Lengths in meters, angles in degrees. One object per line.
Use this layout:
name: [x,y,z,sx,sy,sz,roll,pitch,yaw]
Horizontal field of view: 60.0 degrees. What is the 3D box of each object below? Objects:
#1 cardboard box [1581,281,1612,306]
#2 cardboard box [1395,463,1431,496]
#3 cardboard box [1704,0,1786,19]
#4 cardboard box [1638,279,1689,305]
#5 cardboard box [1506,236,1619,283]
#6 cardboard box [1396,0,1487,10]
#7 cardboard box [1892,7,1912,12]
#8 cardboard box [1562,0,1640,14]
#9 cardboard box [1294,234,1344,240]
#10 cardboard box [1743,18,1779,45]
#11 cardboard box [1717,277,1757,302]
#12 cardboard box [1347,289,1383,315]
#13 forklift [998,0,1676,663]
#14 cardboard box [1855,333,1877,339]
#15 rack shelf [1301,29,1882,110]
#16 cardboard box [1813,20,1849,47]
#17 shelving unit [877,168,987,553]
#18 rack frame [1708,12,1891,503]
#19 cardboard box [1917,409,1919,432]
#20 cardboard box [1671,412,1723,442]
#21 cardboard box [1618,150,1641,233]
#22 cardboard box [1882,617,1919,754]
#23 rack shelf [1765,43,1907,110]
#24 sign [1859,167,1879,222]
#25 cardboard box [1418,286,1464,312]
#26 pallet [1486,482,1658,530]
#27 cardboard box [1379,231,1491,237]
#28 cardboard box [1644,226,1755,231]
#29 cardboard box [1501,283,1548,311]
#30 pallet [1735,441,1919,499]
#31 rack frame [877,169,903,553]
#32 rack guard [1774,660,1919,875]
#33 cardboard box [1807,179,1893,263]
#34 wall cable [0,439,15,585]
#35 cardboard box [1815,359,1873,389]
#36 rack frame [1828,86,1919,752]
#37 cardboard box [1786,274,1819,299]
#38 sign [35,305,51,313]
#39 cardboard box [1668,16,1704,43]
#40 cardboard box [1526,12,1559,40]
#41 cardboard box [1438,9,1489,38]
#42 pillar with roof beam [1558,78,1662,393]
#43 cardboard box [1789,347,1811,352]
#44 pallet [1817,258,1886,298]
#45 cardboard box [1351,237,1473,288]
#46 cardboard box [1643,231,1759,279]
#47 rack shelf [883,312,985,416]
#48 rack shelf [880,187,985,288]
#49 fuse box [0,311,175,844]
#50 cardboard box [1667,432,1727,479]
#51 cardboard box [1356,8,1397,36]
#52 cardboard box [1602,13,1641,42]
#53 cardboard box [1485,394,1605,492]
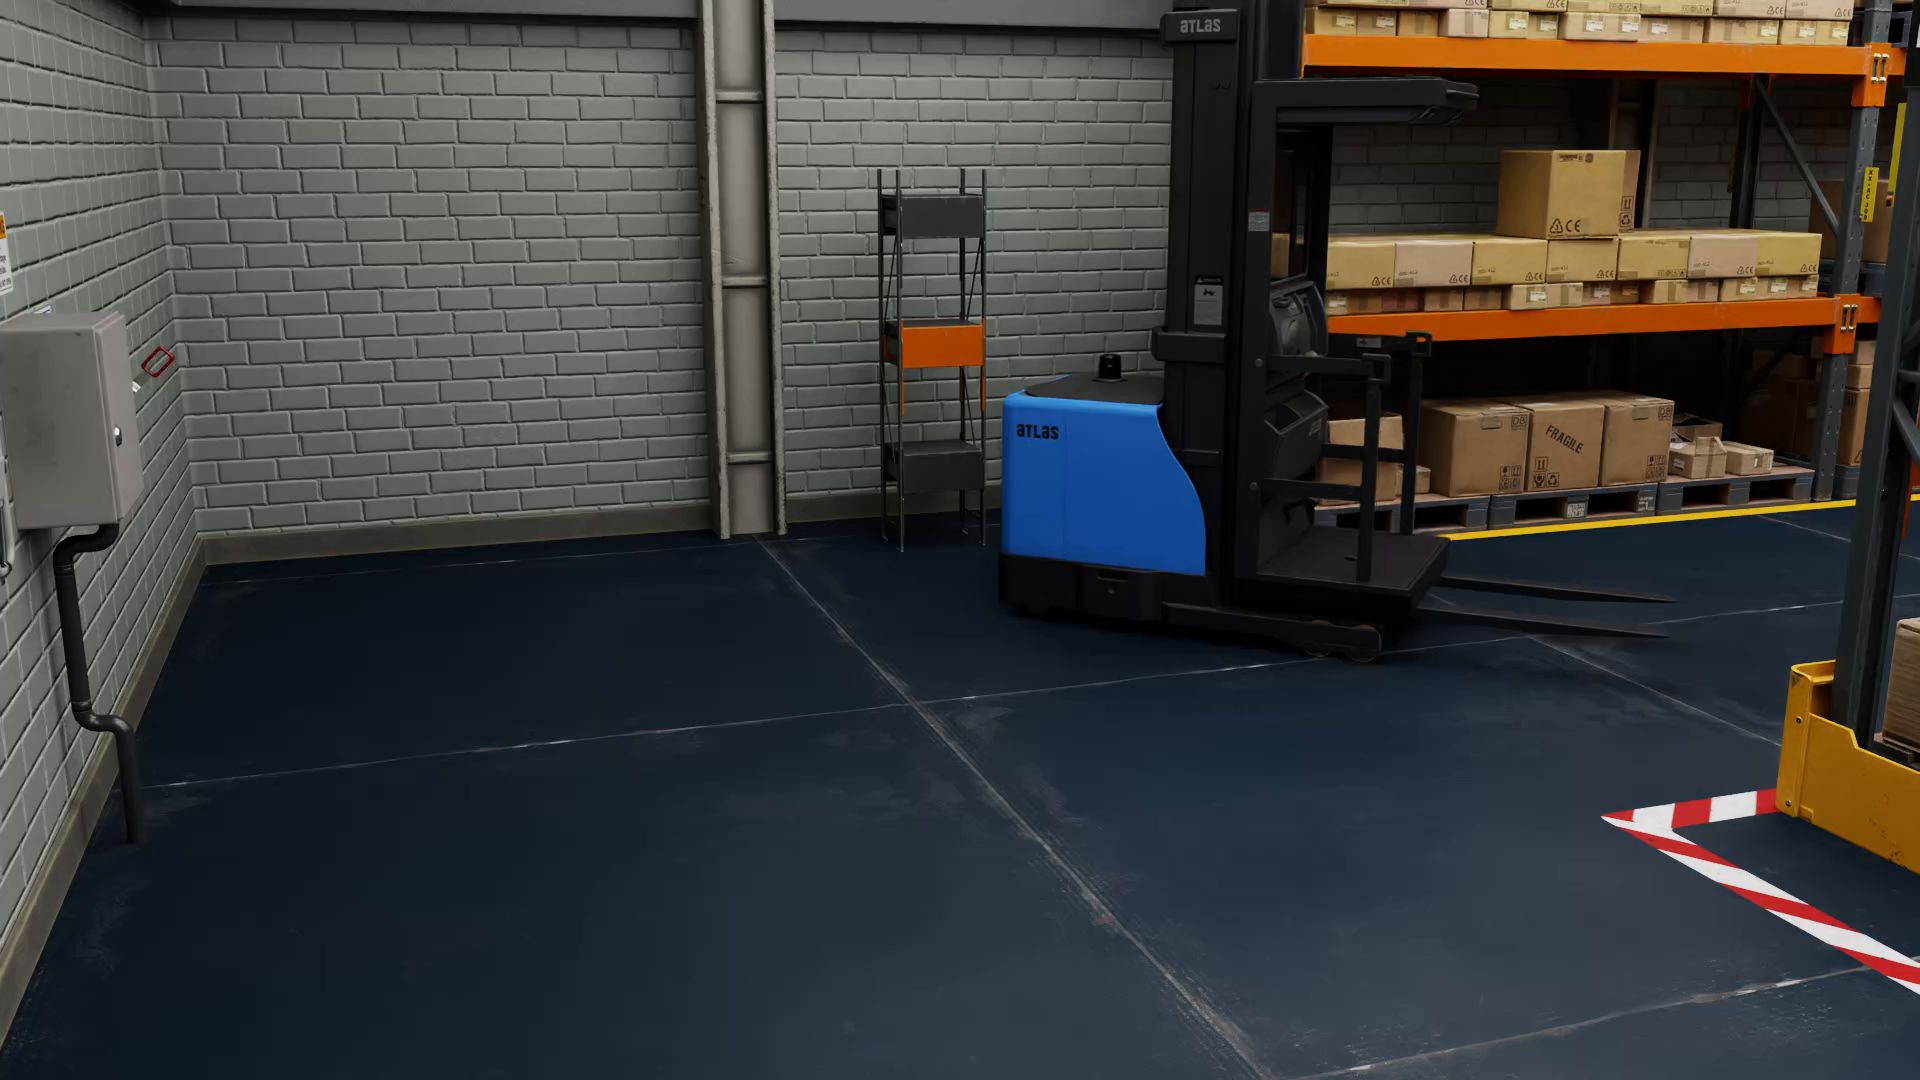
cardboard box: [3.689,-1.500,10.010,0.250,0.149,0.380,-4,14,-18]
cardboard box: [2.613,-0.380,10.013,0.250,0.149,0.380,-5,14,-20]
cardboard box: [4.513,-3.211,9.859,0.500,0.250,0.500,-5,14,-20]
cardboard box: [4.189,-1.523,10.107,0.250,0.149,0.380,-5,14,-19]
cardboard box: [3.539,-1.680,9.904,0.500,0.250,0.500,-5,14,-20]
cardboard box: [2.571,-3.062,9.232,0.500,0.250,0.500,-4,14,-17]
cardboard box: [5.871,-3.462,10.654,0.250,0.149,0.380,-4,14,-17]
cardboard box: [3.543,-3.140,9.561,0.500,0.250,0.500,-5,14,-19]
cardboard box: [1.939,-1.680,9.904,0.500,0.250,0.500,-4,14,-16]
cardboard box: [4.642,-3.022,9.924,0.250,0.149,0.380,-4,14,-16]
cardboard box: [4.679,-1.561,10.268,0.250,0.149,0.380,-4,14,-17]
cardboard box: [2.214,-1.387,9.533,0.250,0.149,0.380,-4,14,-17]
forklift: [1.745,-1.022,7.607,3.031,2.935,1.130,6,15,24]
cardboard box: [6.035,-1.257,10.897,0.250,0.149,0.380,-5,14,-21]
rack shelf: [3.484,-2.773,9.890,4.000,0.370,1.077,-4,14,-18]
cardboard box: [5.133,-3.057,10.073,0.250,0.149,0.380,-5,14,-18]
shelving unit: [-0.157,-1.009,9.348,0.503,2.100,0.431,-4,14,-18]
rack frame: [5.379,-1.811,10.775,0.127,3.000,1.000,-4,14,-18]
cardboard box: [6.411,-0.827,11.132,0.500,0.500,0.500,-5,14,-19]
cardboard box: [4.678,-0.710,11.050,0.500,0.311,0.500,-4,14,-16]
cardboard box: [3.883,-2.196,10.454,0.500,0.500,0.500,-5,14,-20]
cardboard box: [3.768,0.544,5.503,0.875,0.438,0.875,-5,14,-20]
rack shelf: [7.275,-3.068,11.131,4.000,0.370,1.077,-4,14,-18]
sign: [5.560,-2.114,10.177,0.005,0.325,0.100,-4,14,-18]
cardboard box: [2.711,-1.419,9.669,0.250,0.149,0.380,-4,14,-16]
pallet: [3.570,-0.313,10.503,1.213,0.211,1.003,-4,14,-18]
cardboard box: [2.899,-1.753,10.212,0.500,0.250,0.500,-4,14,-16]
cardboard box: [4.824,-1.905,10.853,0.500,0.250,0.500,-5,14,-19]
cardboard box: [3.224,-1.442,9.765,0.250,0.149,0.380,-5,14,-20]
pallet: [6.138,-0.523,11.385,1.213,0.211,1.003,-4,14,-18]
rack frame: [-0.388,-0.991,9.273,0.015,2.100,0.400,-4,14,-18]
rack guard: [3.152,0.790,5.240,0.348,0.500,1.175,-4,14,-18]
cardboard box: [5.909,-2.051,10.658,0.500,0.500,0.700,-4,14,-17]
wall cable: [-2.625,-0.811,4.373,0.122,1.984,0.588,-4,14,-18]
cardboard box: [5.804,-1.083,10.806,0.250,0.149,0.380,-4,14,-15]
rack frame: [3.175,-0.427,4.958,0.127,3.000,1.000,-4,14,-18]
cardboard box: [5.158,-1.610,10.472,0.250,0.149,0.380,-4,14,-17]
sign: [-3.047,-0.525,5.571,0.001,0.494,0.329,-4,14,-18]
cardboard box: [4.145,-2.991,9.796,0.250,0.149,0.380,-4,14,-16]
cardboard box: [3.183,-2.914,9.473,0.250,0.149,0.380,-5,14,-19]
cardboard box: [2.722,-2.862,9.252,0.250,0.149,0.380,-4,14,-17]
pillar with roof beam: [5.805,-3.932,6.726,0.400,9.000,9.100,-4,14,-18]
cardboard box: [5.884,-1.226,11.407,0.250,0.149,0.380,-4,14,-18]
pallet: [6.171,-1.753,10.944,1.213,0.211,1.003,-4,14,-18]
cardboard box: [2.582,-1.599,9.565,0.500,0.250,0.500,-4,14,-17]
cardboard box: [4.504,-1.752,10.206,0.500,0.250,0.500,-4,14,-18]
rack shelf: [-0.157,-0.996,9.352,0.480,0.518,0.431,-4,14,-18]
rack shelf: [-0.157,-1.677,9.190,0.480,0.518,0.431,-4,14,-18]
fuse box: [-2.694,0.149,5.318,0.414,1.711,0.539,-4,14,-18]
cardboard box: [4.607,-0.553,10.488,0.258,0.266,0.396,-4,14,-16]
cardboard box: [2.205,-2.851,9.205,0.250,0.149,0.380,-4,14,-17]
cardboard box: [3.683,-2.937,9.568,0.250,0.149,0.380,-4,14,-17]
cardboard box: [3.554,-0.600,10.178,0.500,0.500,0.500,-4,14,-17]
